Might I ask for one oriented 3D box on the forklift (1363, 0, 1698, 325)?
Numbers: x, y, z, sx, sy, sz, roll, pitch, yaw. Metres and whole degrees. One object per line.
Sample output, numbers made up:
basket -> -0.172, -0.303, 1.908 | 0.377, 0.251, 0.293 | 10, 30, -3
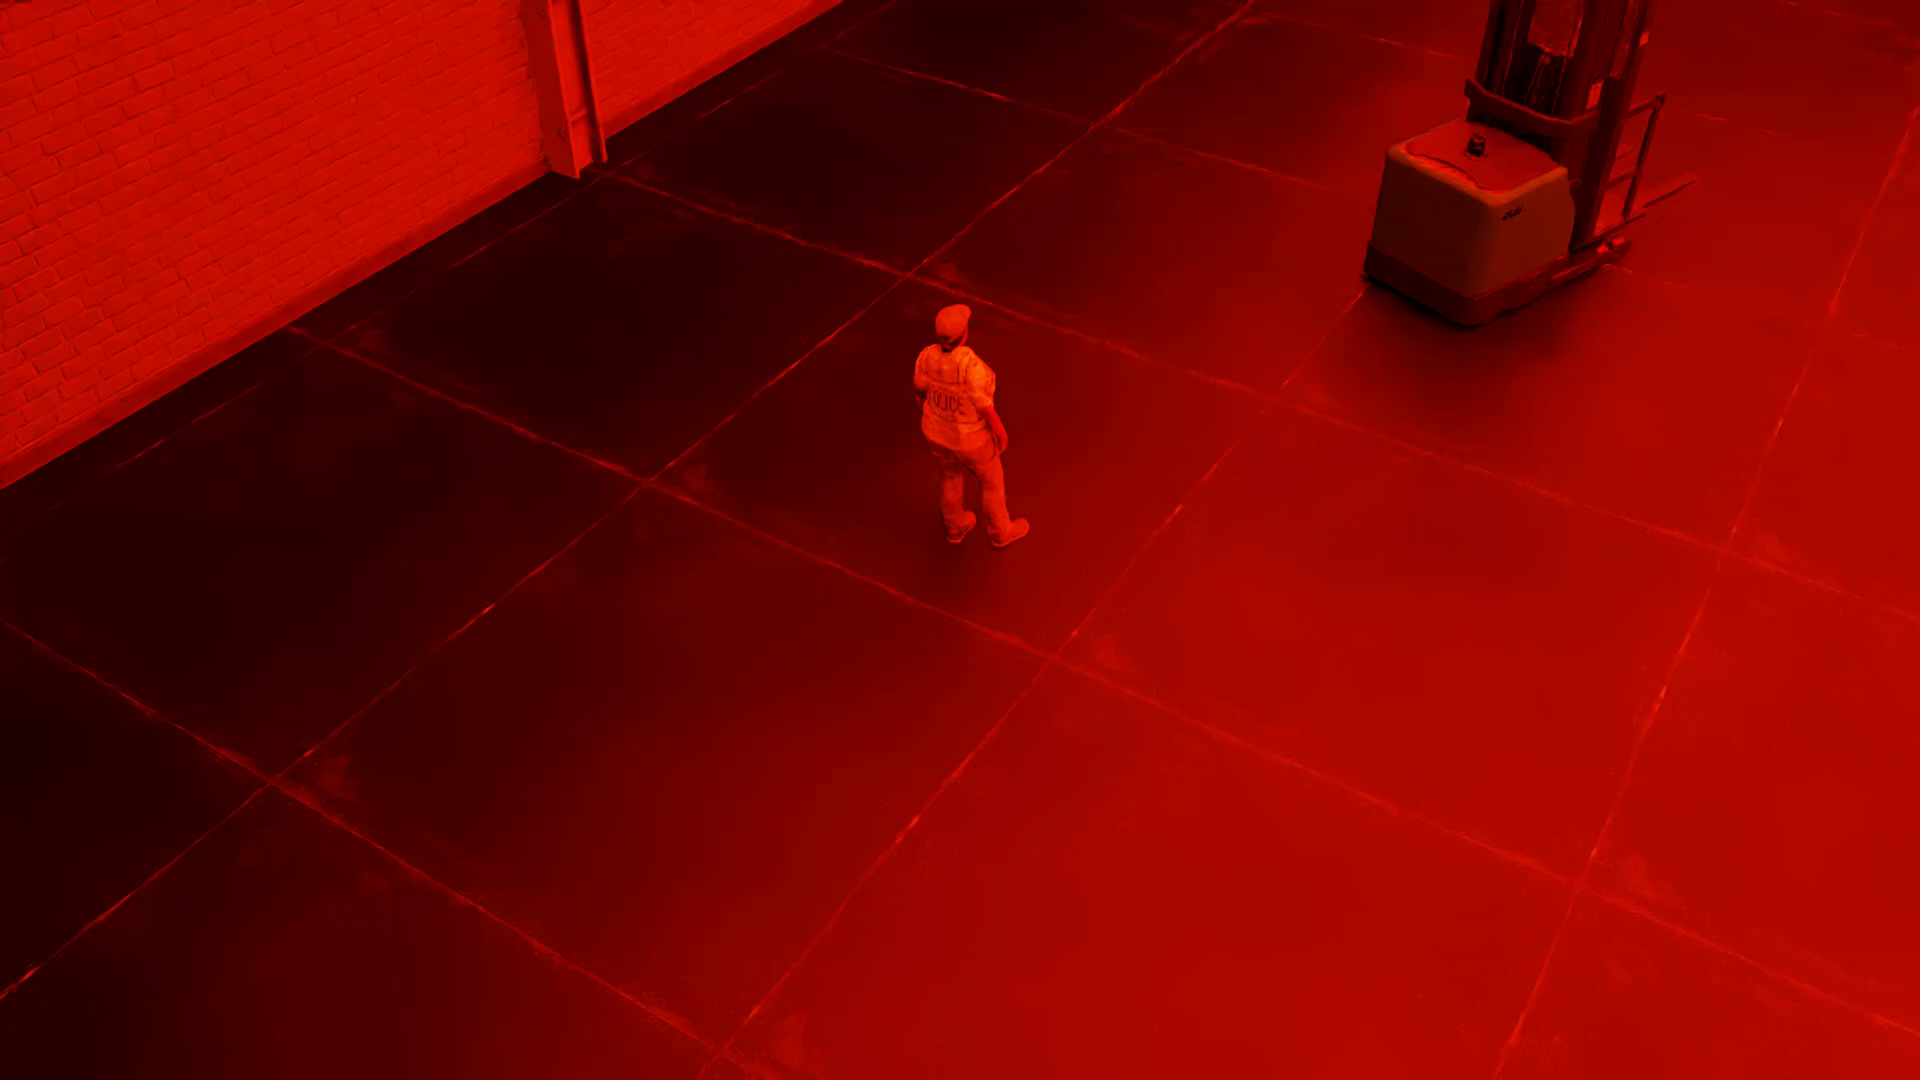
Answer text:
forklift -> 4.518, -3.442, 12.029 | 3.031, 2.935, 1.130 | -26, 47, -28

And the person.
person -> 0.060, -0.675, 9.731 | 0.598, 1.669, 0.529 | 22, 45, 24
